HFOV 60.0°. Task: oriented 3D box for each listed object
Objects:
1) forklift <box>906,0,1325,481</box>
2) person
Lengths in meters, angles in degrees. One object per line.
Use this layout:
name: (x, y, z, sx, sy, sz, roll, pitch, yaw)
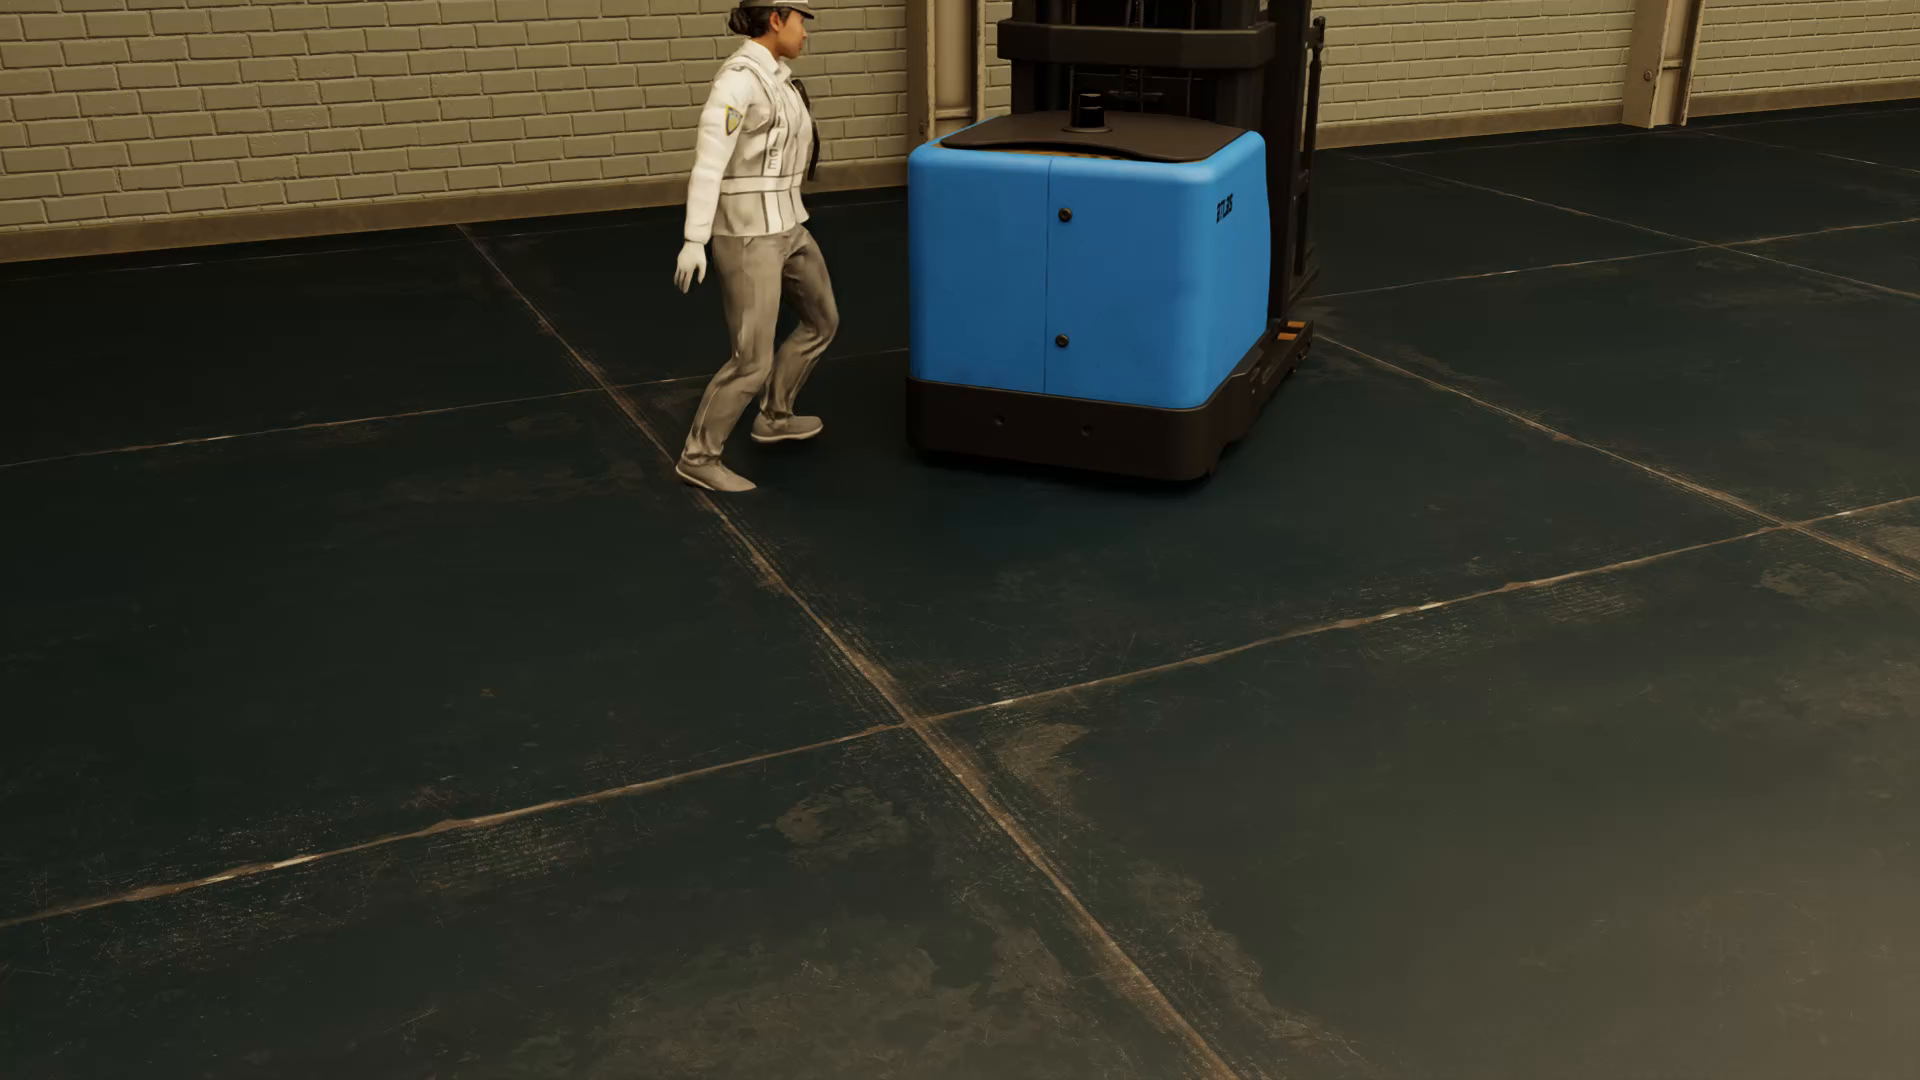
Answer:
forklift: (0.826, -2.079, 6.290, 1.130, 2.935, 3.031, 9, 24, 20)
person: (-0.697, -0.953, 5.348, 0.449, 1.655, 0.812, 6, 23, 14)
